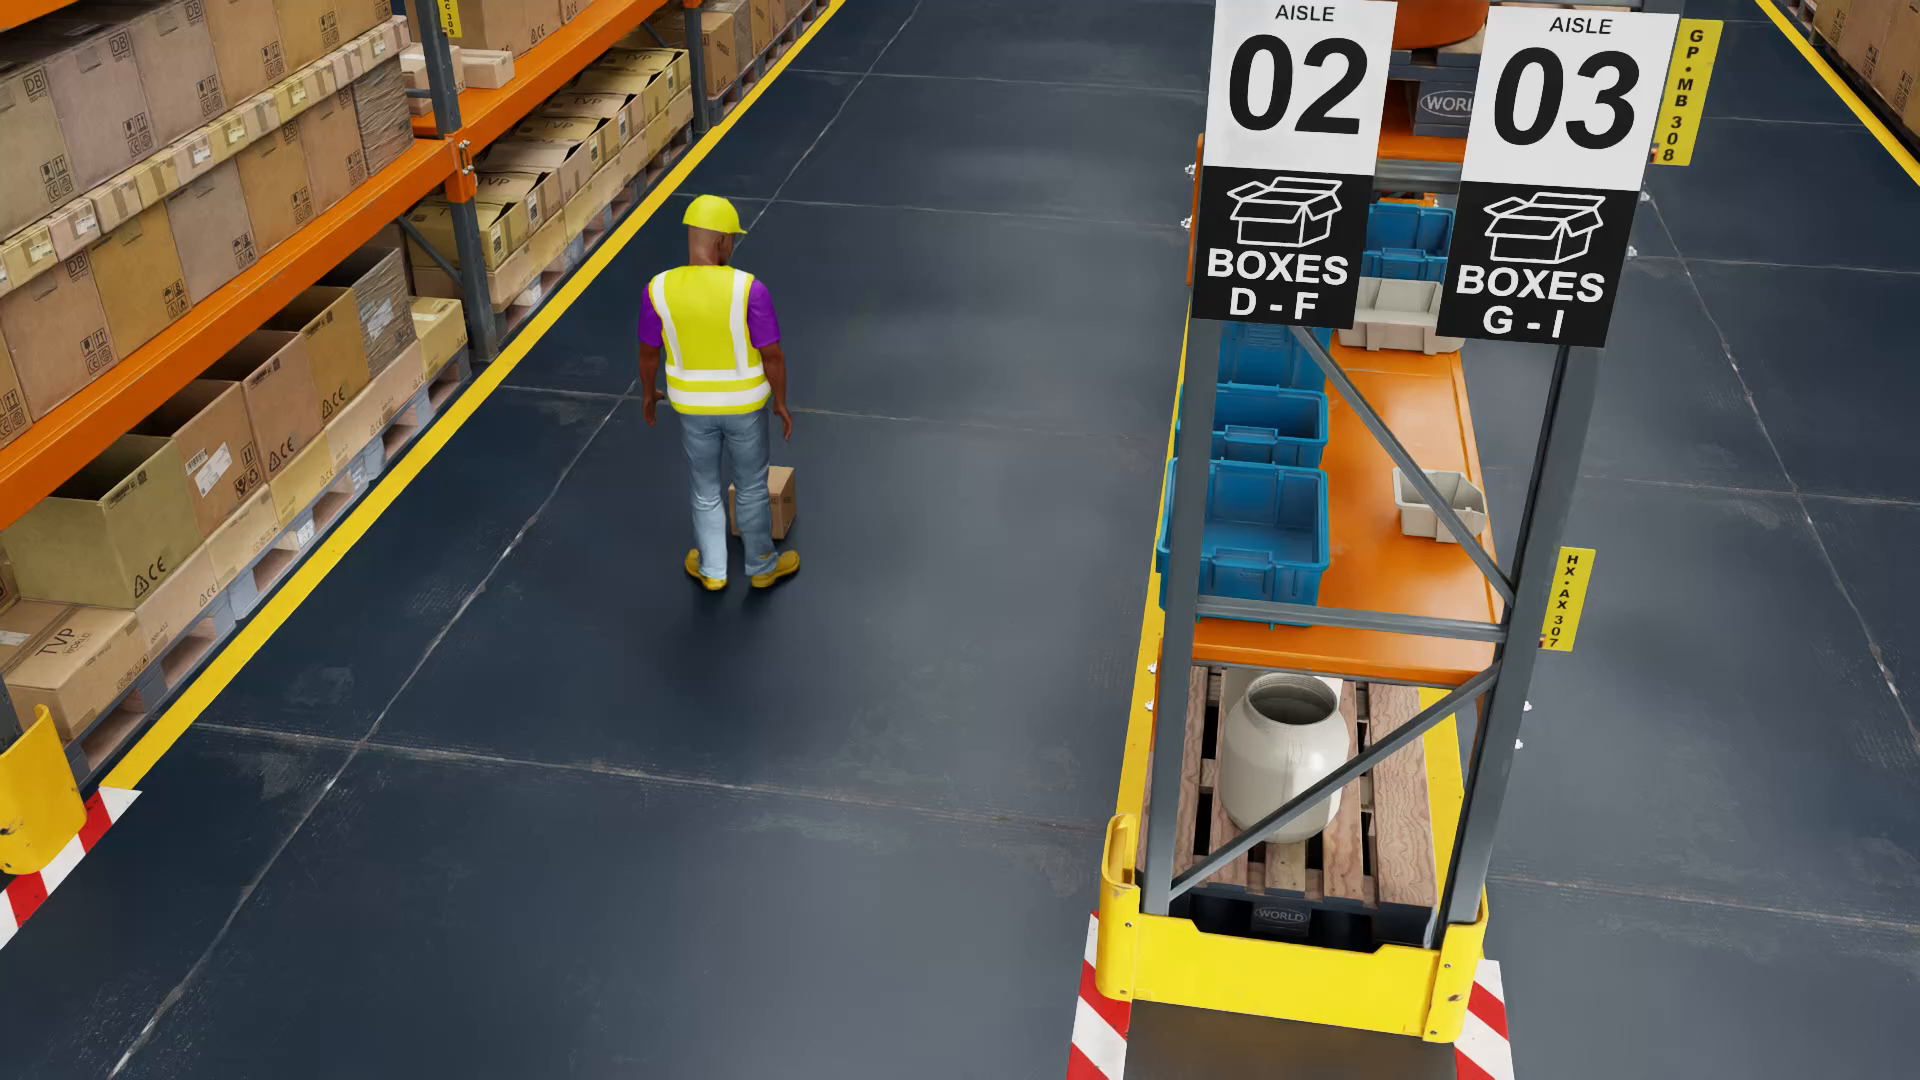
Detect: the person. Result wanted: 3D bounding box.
[{"bbox_3d":[-1.030,-0.581,7.015,0.654,1.775,0.372,0,32,0],"label":"person"}]
